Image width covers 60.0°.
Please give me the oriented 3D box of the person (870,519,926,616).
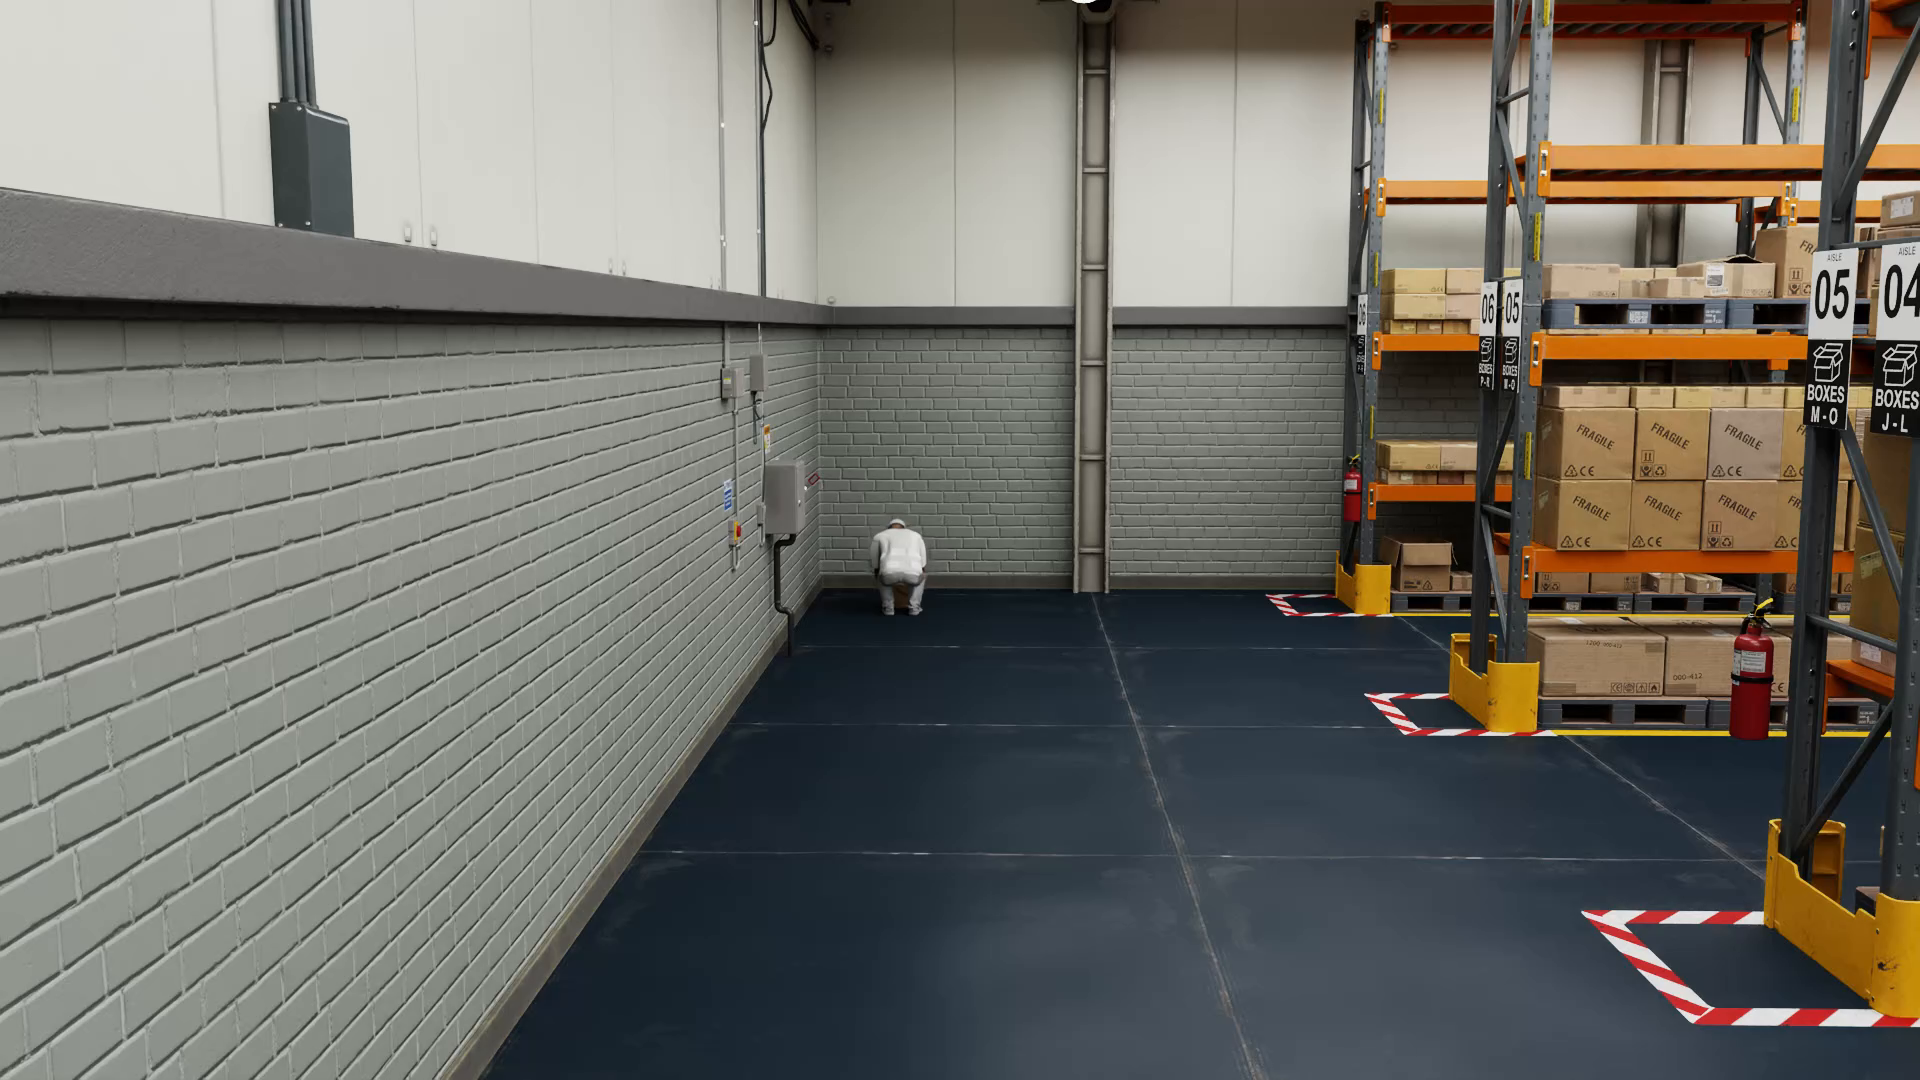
[{"bbox_3d":[-0.633,0.277,16.915,0.569,0.914,0.897,0,7,1],"label":"person"}]
